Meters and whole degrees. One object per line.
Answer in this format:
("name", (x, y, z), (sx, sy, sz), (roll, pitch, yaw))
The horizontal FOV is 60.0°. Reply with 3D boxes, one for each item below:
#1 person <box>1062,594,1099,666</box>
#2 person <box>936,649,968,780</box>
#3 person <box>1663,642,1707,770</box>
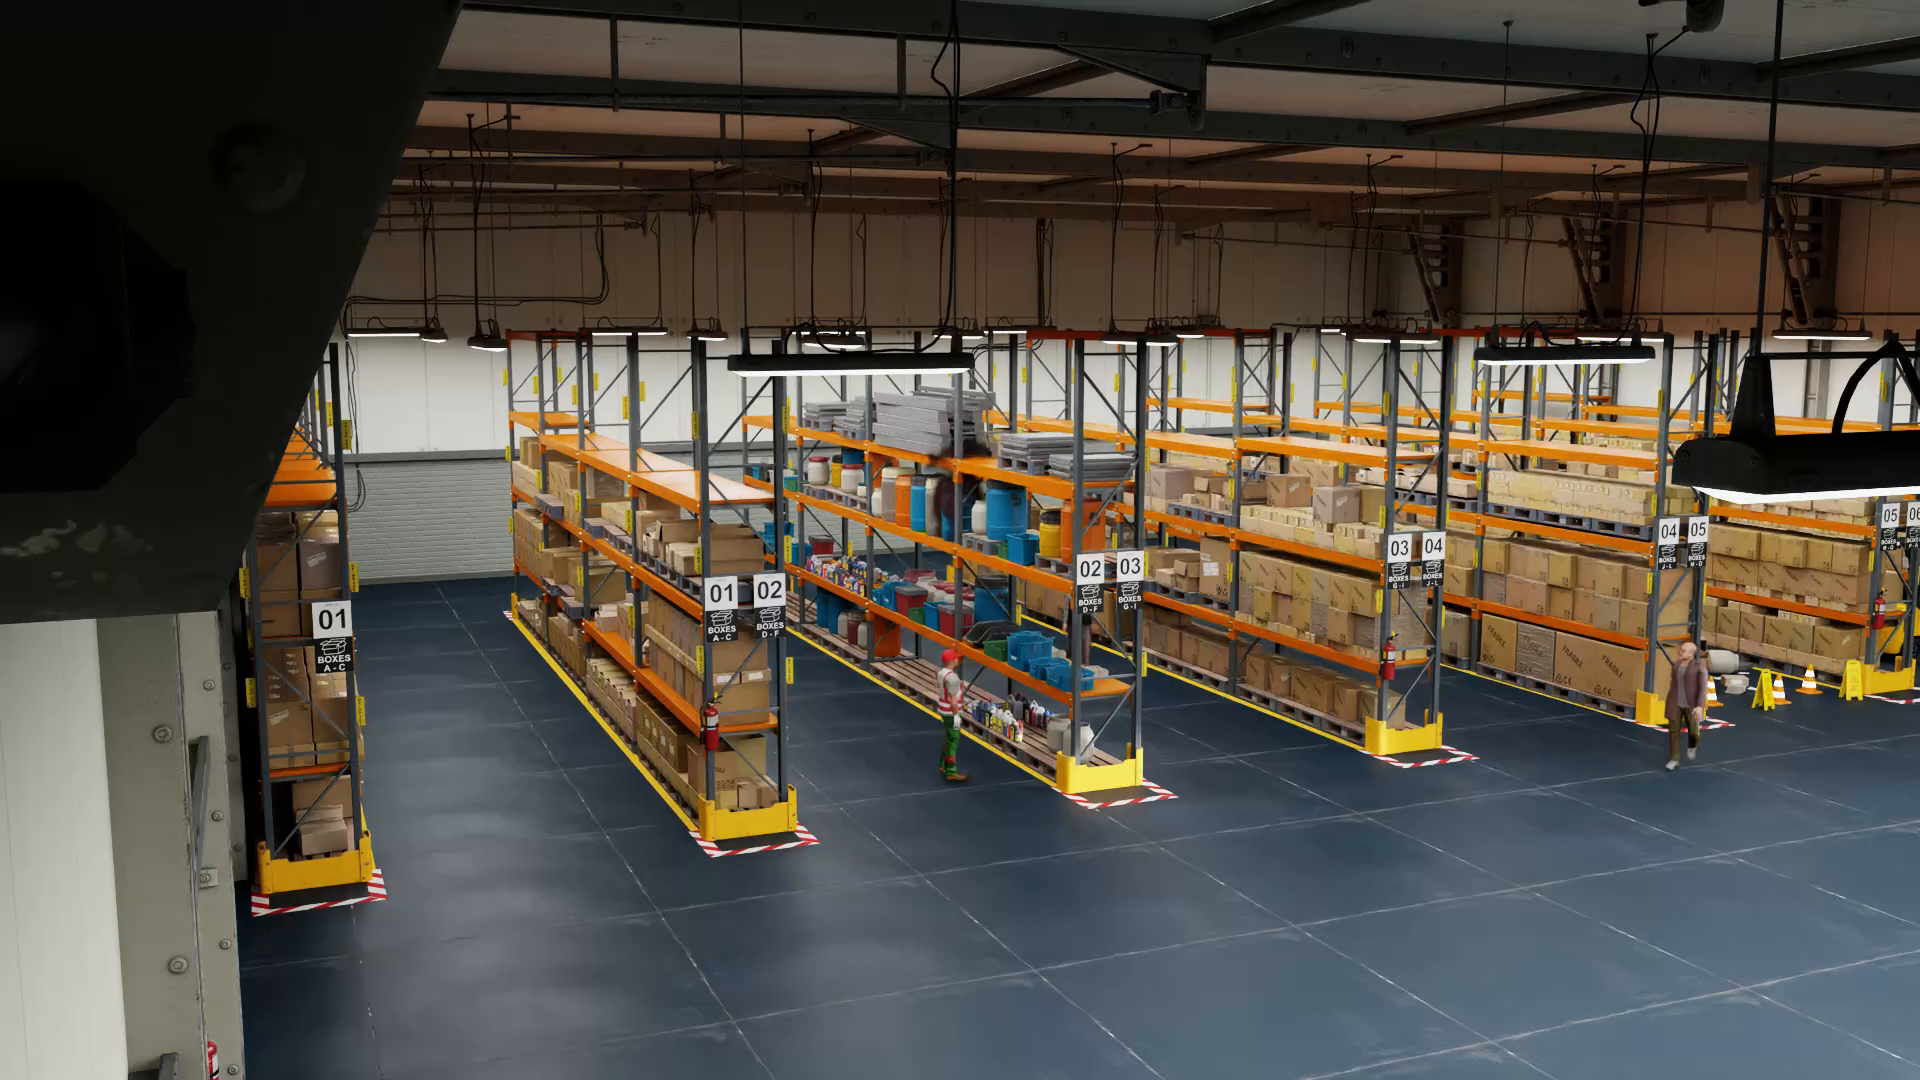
("person", (2.131, 1.515, 29.386), (0.694, 1.689, 0.984), (-1, 8, -10))
("person", (-0.105, 2.386, 22.679), (0.361, 1.822, 0.612), (-3, 8, -18))
("person", (10.156, 2.293, 23.257), (0.538, 1.774, 0.744), (4, 9, 28))
